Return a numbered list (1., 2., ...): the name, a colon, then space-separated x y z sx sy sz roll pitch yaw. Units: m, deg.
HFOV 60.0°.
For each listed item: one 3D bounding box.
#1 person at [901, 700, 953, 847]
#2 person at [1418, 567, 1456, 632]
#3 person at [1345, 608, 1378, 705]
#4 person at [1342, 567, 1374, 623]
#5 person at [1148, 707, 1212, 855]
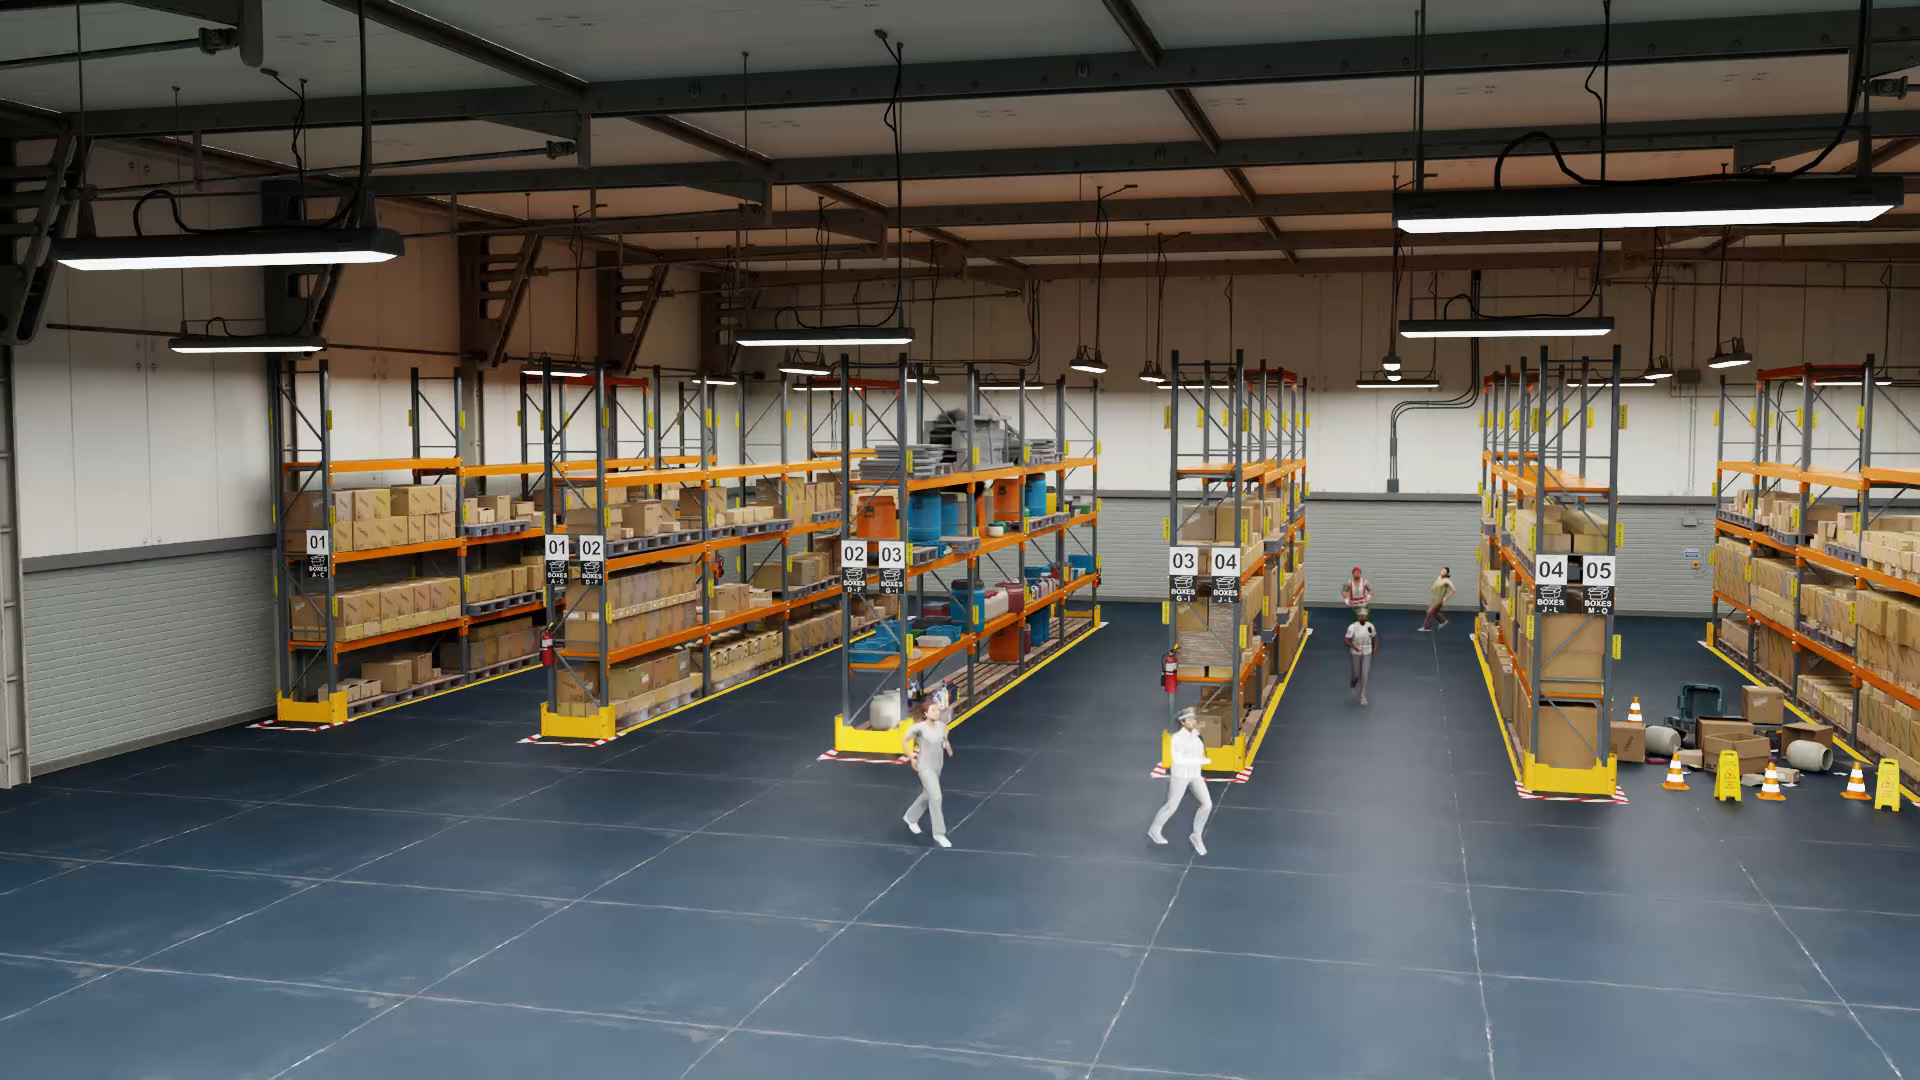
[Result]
1. person: -0.370 2.737 19.796 0.883 1.688 0.564 4 6 43
2. person: 11.321 1.394 39.151 0.794 1.572 0.759 -2 4 -21
3. person: 7.146 2.041 29.591 0.601 1.706 0.775 0 4 4
4. person: 8.901 1.472 37.208 0.704 1.735 0.635 1 4 11
5. person: 2.624 2.776 19.311 0.622 1.722 0.837 -3 5 -40
